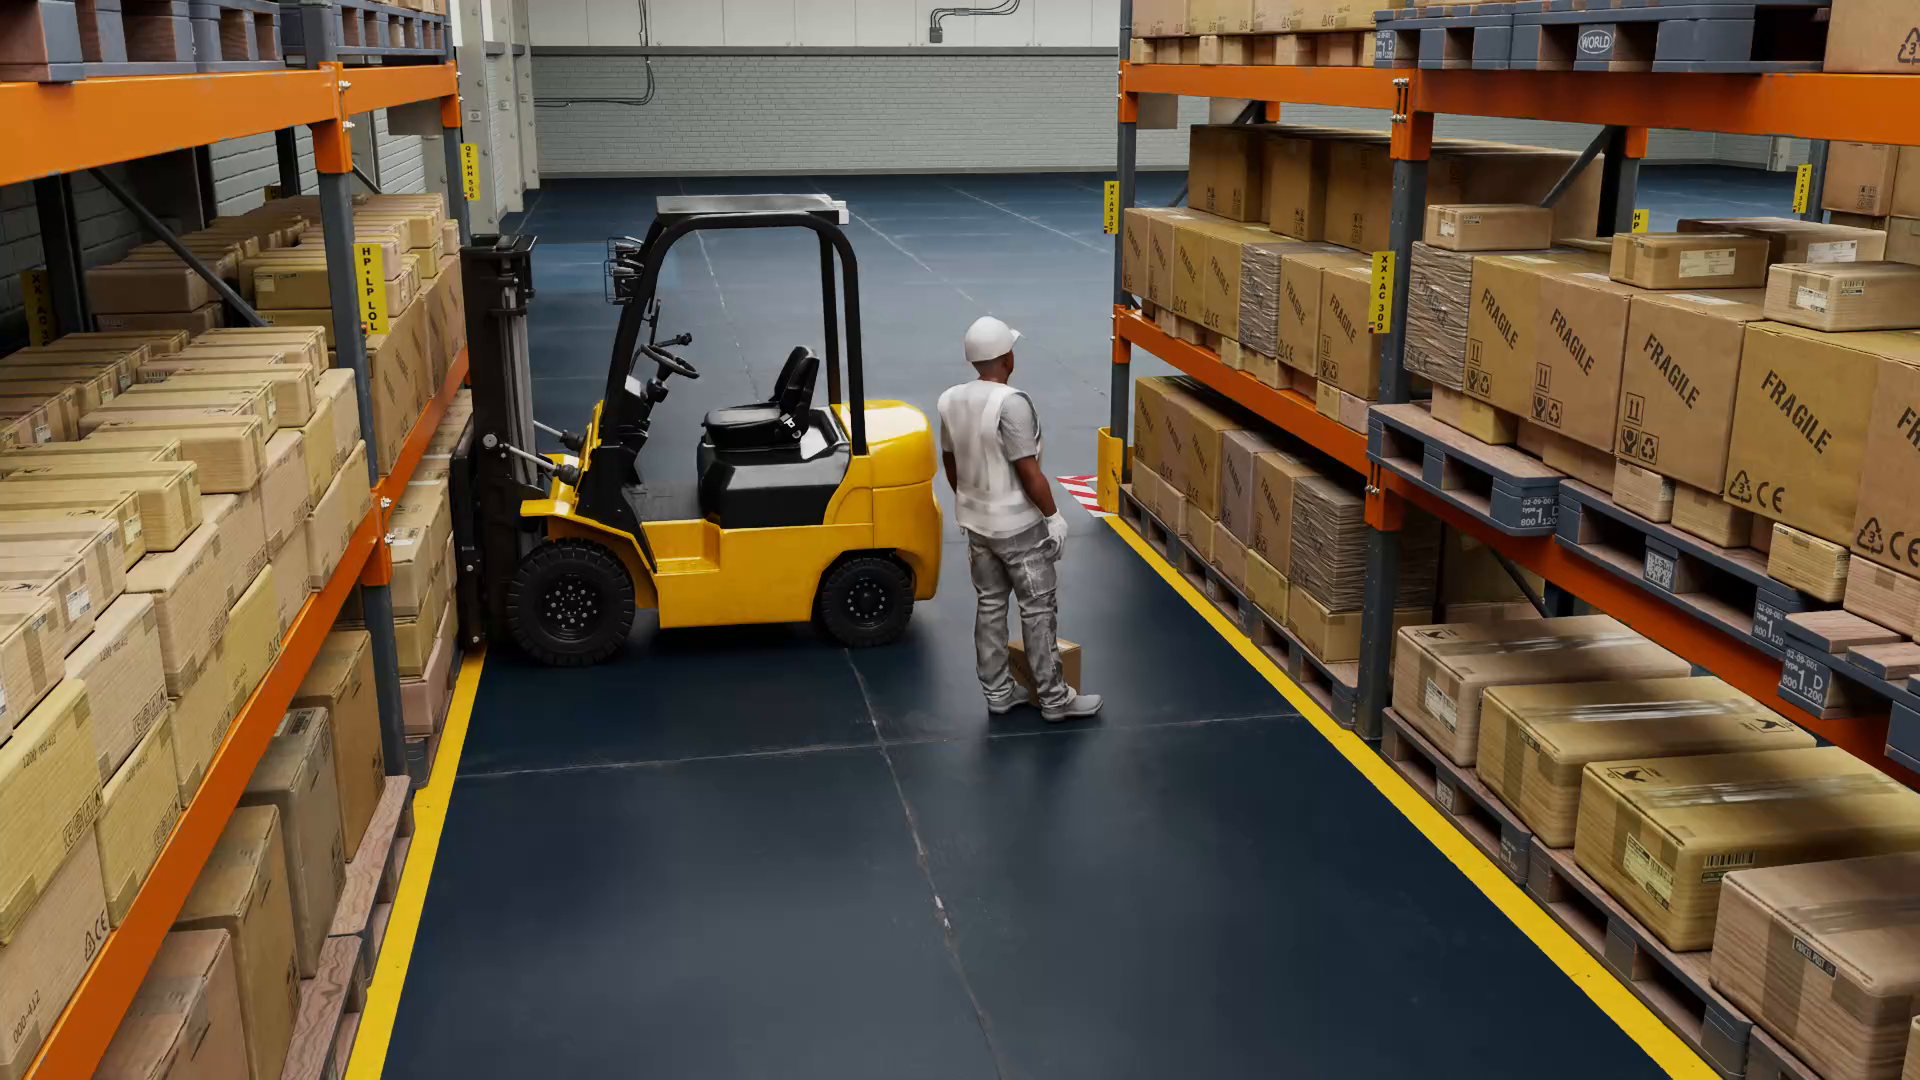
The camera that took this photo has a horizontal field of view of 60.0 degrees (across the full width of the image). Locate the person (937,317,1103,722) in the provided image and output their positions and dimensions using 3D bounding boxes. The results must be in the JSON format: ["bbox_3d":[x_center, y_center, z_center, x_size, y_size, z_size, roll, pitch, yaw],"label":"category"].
[{"bbox_3d":[0.250,-0.099,7.310,0.576,1.784,0.655,-13,21,-38],"label":"person"}]
